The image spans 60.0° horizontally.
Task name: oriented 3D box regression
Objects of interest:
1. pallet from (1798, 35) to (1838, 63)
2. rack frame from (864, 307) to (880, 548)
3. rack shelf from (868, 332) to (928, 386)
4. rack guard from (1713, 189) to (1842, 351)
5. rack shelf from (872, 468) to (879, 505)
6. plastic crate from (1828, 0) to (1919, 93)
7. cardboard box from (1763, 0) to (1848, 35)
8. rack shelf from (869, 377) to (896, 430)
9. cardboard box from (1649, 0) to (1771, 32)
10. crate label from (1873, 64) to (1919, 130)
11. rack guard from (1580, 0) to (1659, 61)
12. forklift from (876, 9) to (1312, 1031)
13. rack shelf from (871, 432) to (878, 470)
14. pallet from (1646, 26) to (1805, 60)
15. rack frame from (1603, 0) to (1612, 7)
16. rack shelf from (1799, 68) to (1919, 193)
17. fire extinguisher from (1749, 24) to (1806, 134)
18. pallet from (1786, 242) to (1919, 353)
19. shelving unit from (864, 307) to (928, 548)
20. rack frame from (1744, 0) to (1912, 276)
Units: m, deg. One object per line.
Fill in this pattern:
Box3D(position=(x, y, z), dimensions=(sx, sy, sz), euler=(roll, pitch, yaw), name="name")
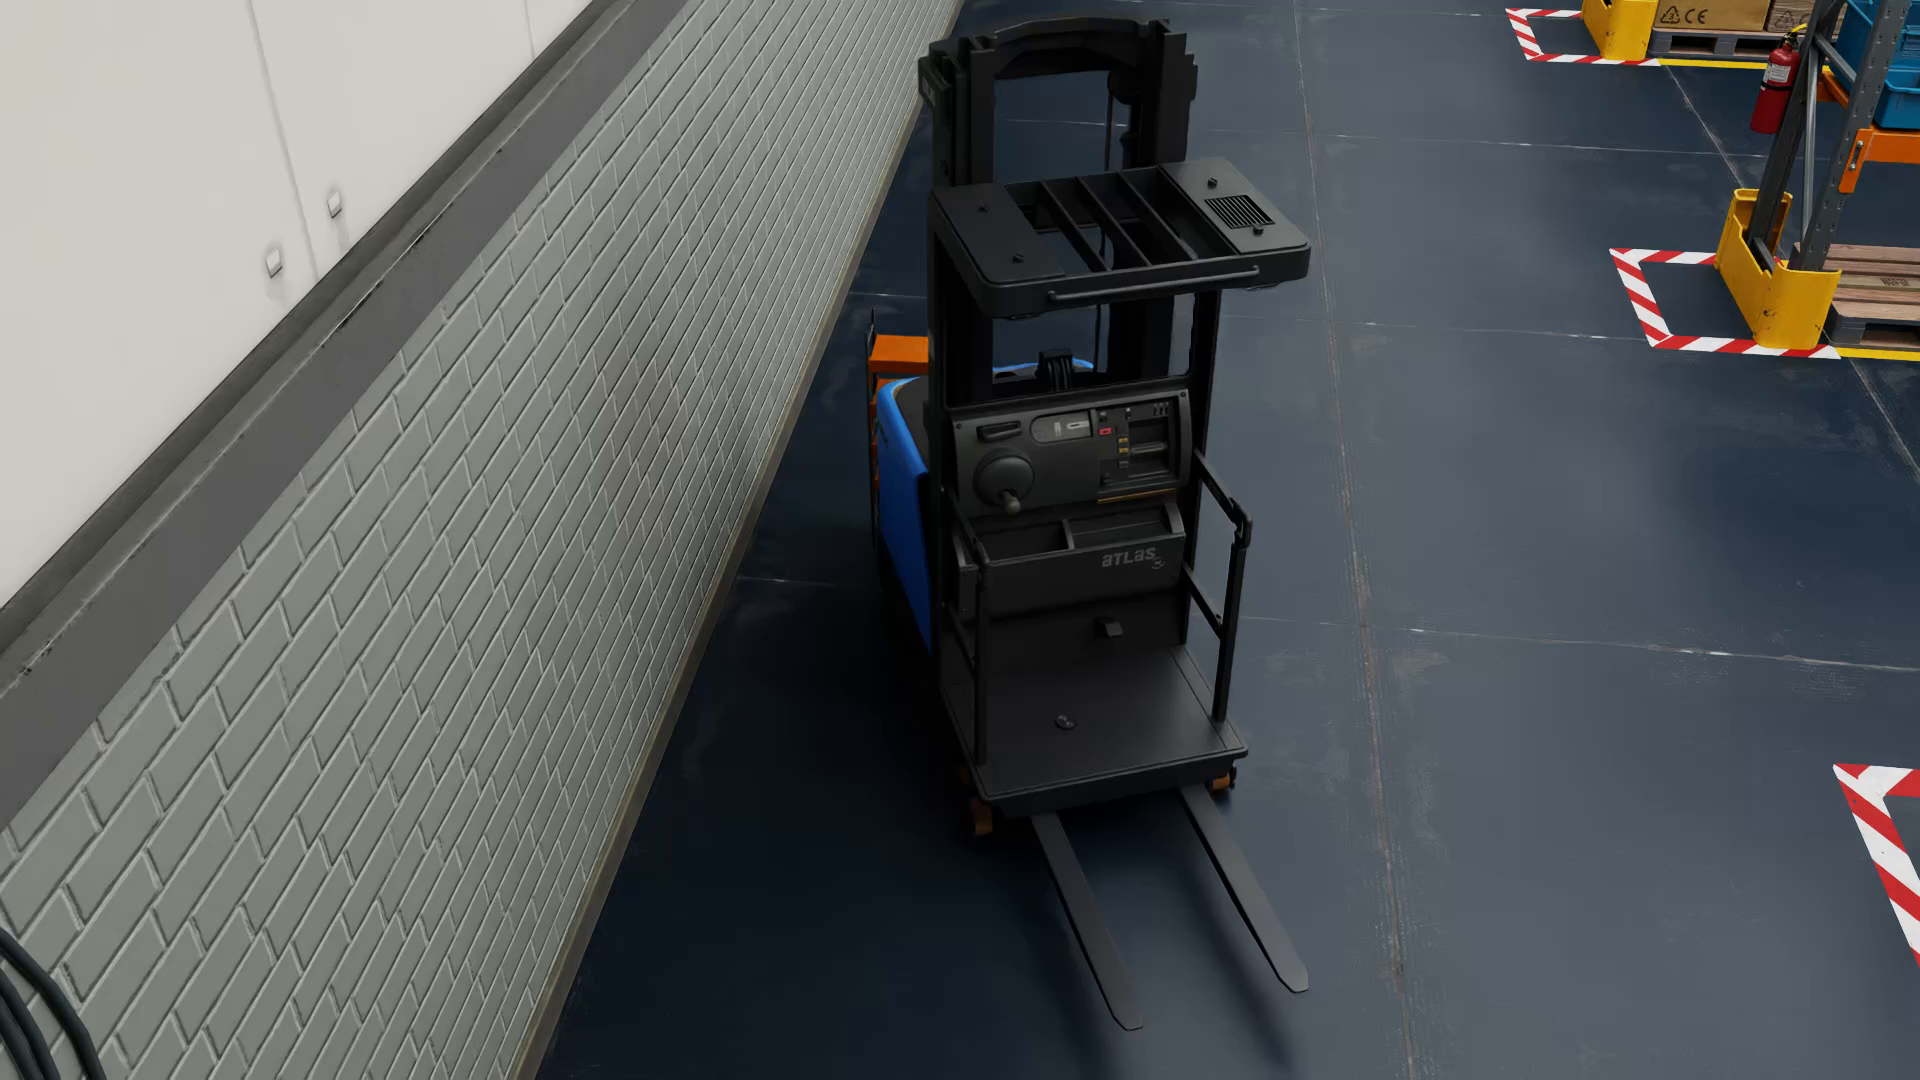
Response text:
Box3D(position=(7.637, -4.303, 14.098), dimensions=(1.213, 0.211, 1.003), euler=(4, 36, 6), name="pallet")
Box3D(position=(-0.414, -0.519, 7.945), dimensions=(0.015, 1.200, 0.240), euler=(3, 36, 4), name="rack frame")
Box3D(position=(-0.171, -0.827, 7.699), dimensions=(0.480, 0.148, 0.258), euler=(3, 36, 4), name="rack shelf")
Box3D(position=(4.971, -1.667, 10.156), dimensions=(0.348, 0.500, 1.175), euler=(4, 36, 6), name="rack guard")
Box3D(position=(-0.171, -0.291, 8.082), dimensions=(0.480, 0.148, 0.258), euler=(3, 36, 4), name="rack shelf")
Box3D(position=(5.353, -2.812, 9.526), dimensions=(0.499, 0.435, 0.616), euler=(4, 36, 6), name="plastic crate")
Box3D(position=(7.175, -4.782, 13.835), dimensions=(0.875, 0.875, 0.875), euler=(4, 36, 6), name="cardboard box")
Box3D(position=(-0.171, -0.634, 7.837), dimensions=(0.480, 0.148, 0.258), euler=(3, 36, 4), name="rack shelf")
Box3D(position=(6.273, -4.849, 13.930), dimensions=(0.875, 0.875, 0.875), euler=(4, 36, 6), name="cardboard box")
Box3D(position=(5.200, -2.439, 9.177), dimensions=(0.303, 0.233, 0.416), euler=(4, 36, 6), name="crate label")
Box3D(position=(5.604, -4.528, 14.165), dimensions=(0.348, 0.500, 1.175), euler=(4, 36, 6), name="rack guard")
Box3D(position=(0.486, -0.268, 6.103), dimensions=(1.130, 2.935, 3.031), euler=(-9, 36, -12), name="forklift")
Box3D(position=(-0.171, -0.452, 7.966), dimensions=(0.480, 0.148, 0.258), euler=(3, 36, 4), name="rack shelf")
Box3D(position=(6.431, -4.395, 14.226), dimensions=(1.213, 0.211, 1.003), euler=(4, 36, 6), name="pallet")
Box3D(position=(5.628, -5.544, 13.436), dimensions=(0.127, 3.000, 1.000), euler=(4, 36, 6), name="rack frame")
Box3D(position=(6.981, -2.250, 9.439), dimensions=(4.000, 0.370, 1.077), euler=(4, 36, 6), name="rack shelf")
Box3D(position=(4.905, -2.780, 9.951), dimensions=(0.183, 0.674, 0.296), euler=(4, 36, 6), name="fire extinguisher")
Box3D(position=(5.810, -1.472, 10.131), dimensions=(1.213, 0.211, 1.003), euler=(4, 36, 6), name="pallet")
Box3D(position=(-0.171, -0.507, 7.927), dimensions=(0.503, 1.200, 0.258), euler=(3, 36, 4), name="shelving unit")
Box3D(position=(4.997, -2.690, 9.437), dimensions=(0.127, 3.000, 1.000), euler=(4, 36, 6), name="rack frame")
